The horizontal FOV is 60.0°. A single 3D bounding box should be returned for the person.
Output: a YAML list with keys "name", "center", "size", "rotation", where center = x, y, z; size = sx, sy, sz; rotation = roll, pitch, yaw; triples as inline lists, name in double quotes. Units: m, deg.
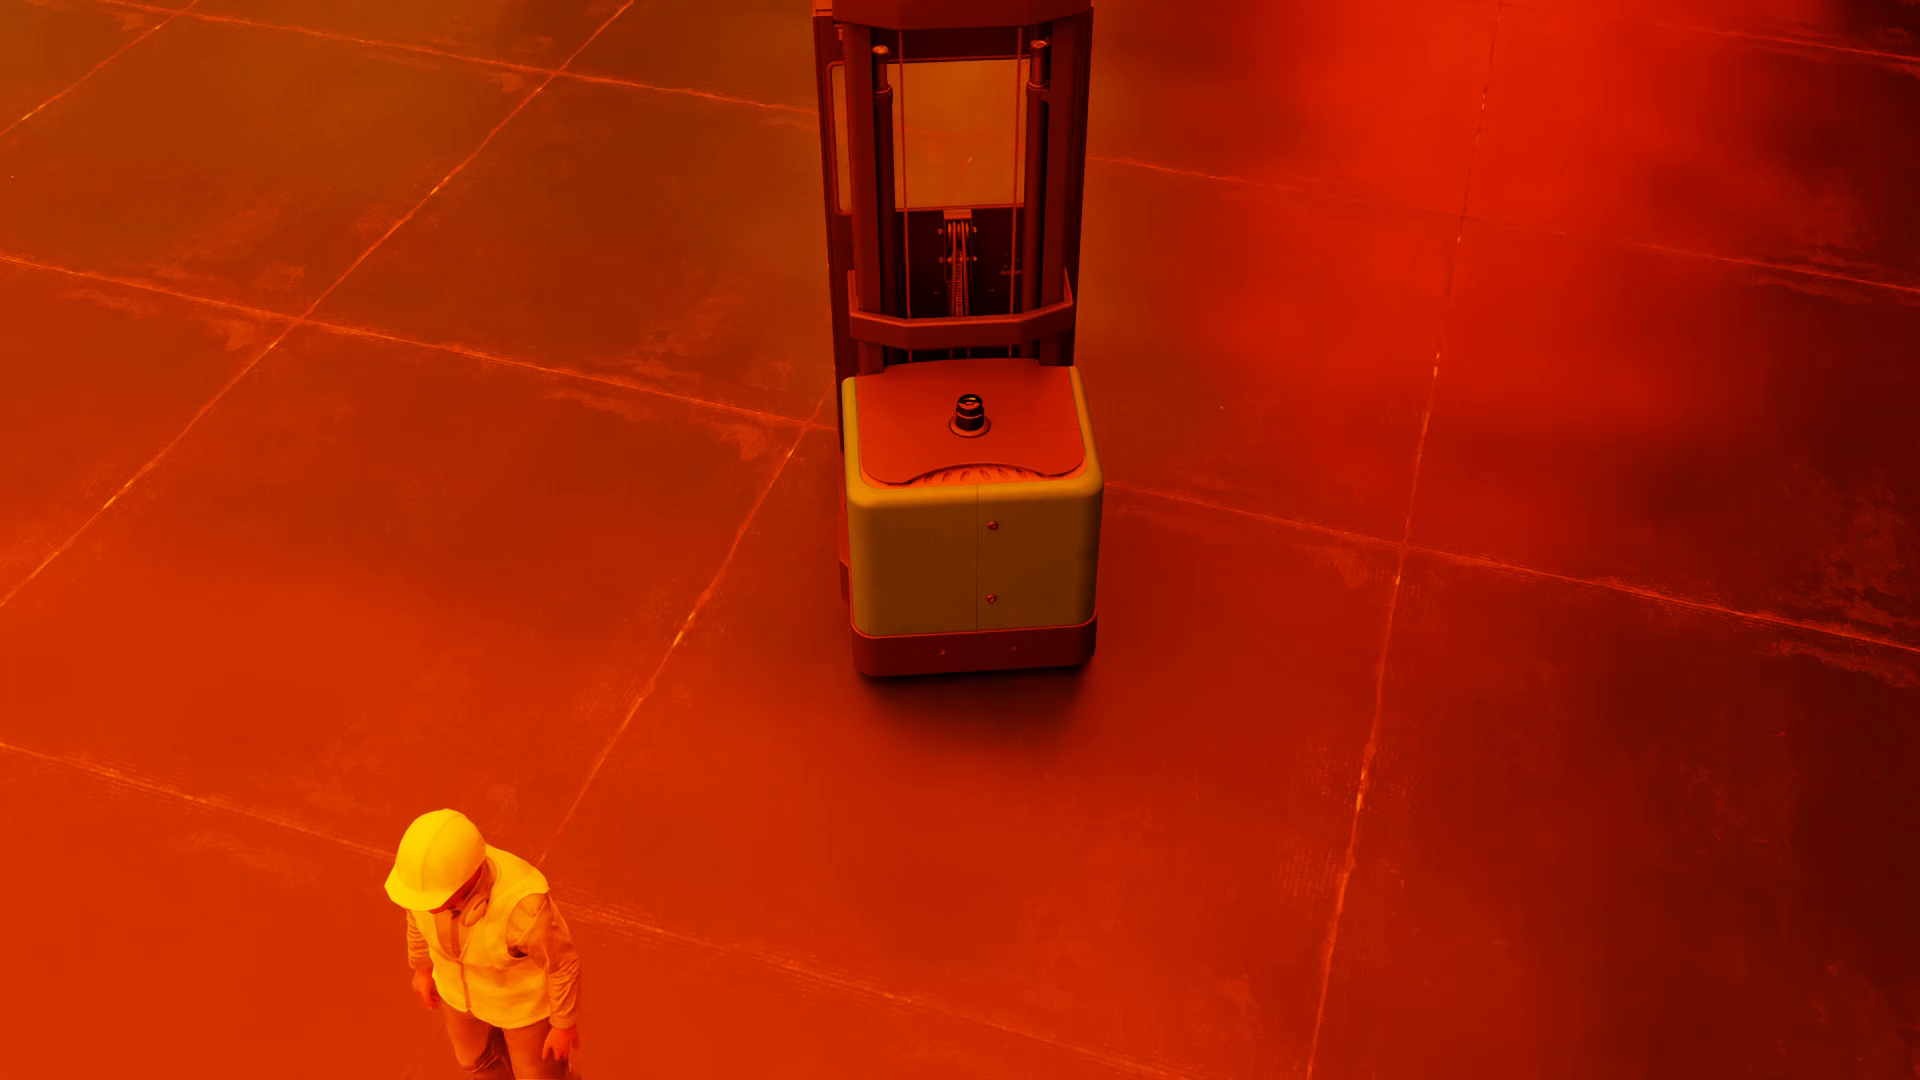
- name: "person"
  center: [-1.405, 1.369, 5.069]
  size: [0.594, 1.773, 0.457]
  rotation: [17, 46, 18]

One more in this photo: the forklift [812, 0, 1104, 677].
- name: "forklift"
  center: [-0.048, -1.486, 7.287]
  size: [1.130, 2.935, 3.031]
  rotation: [-3, 43, -3]
